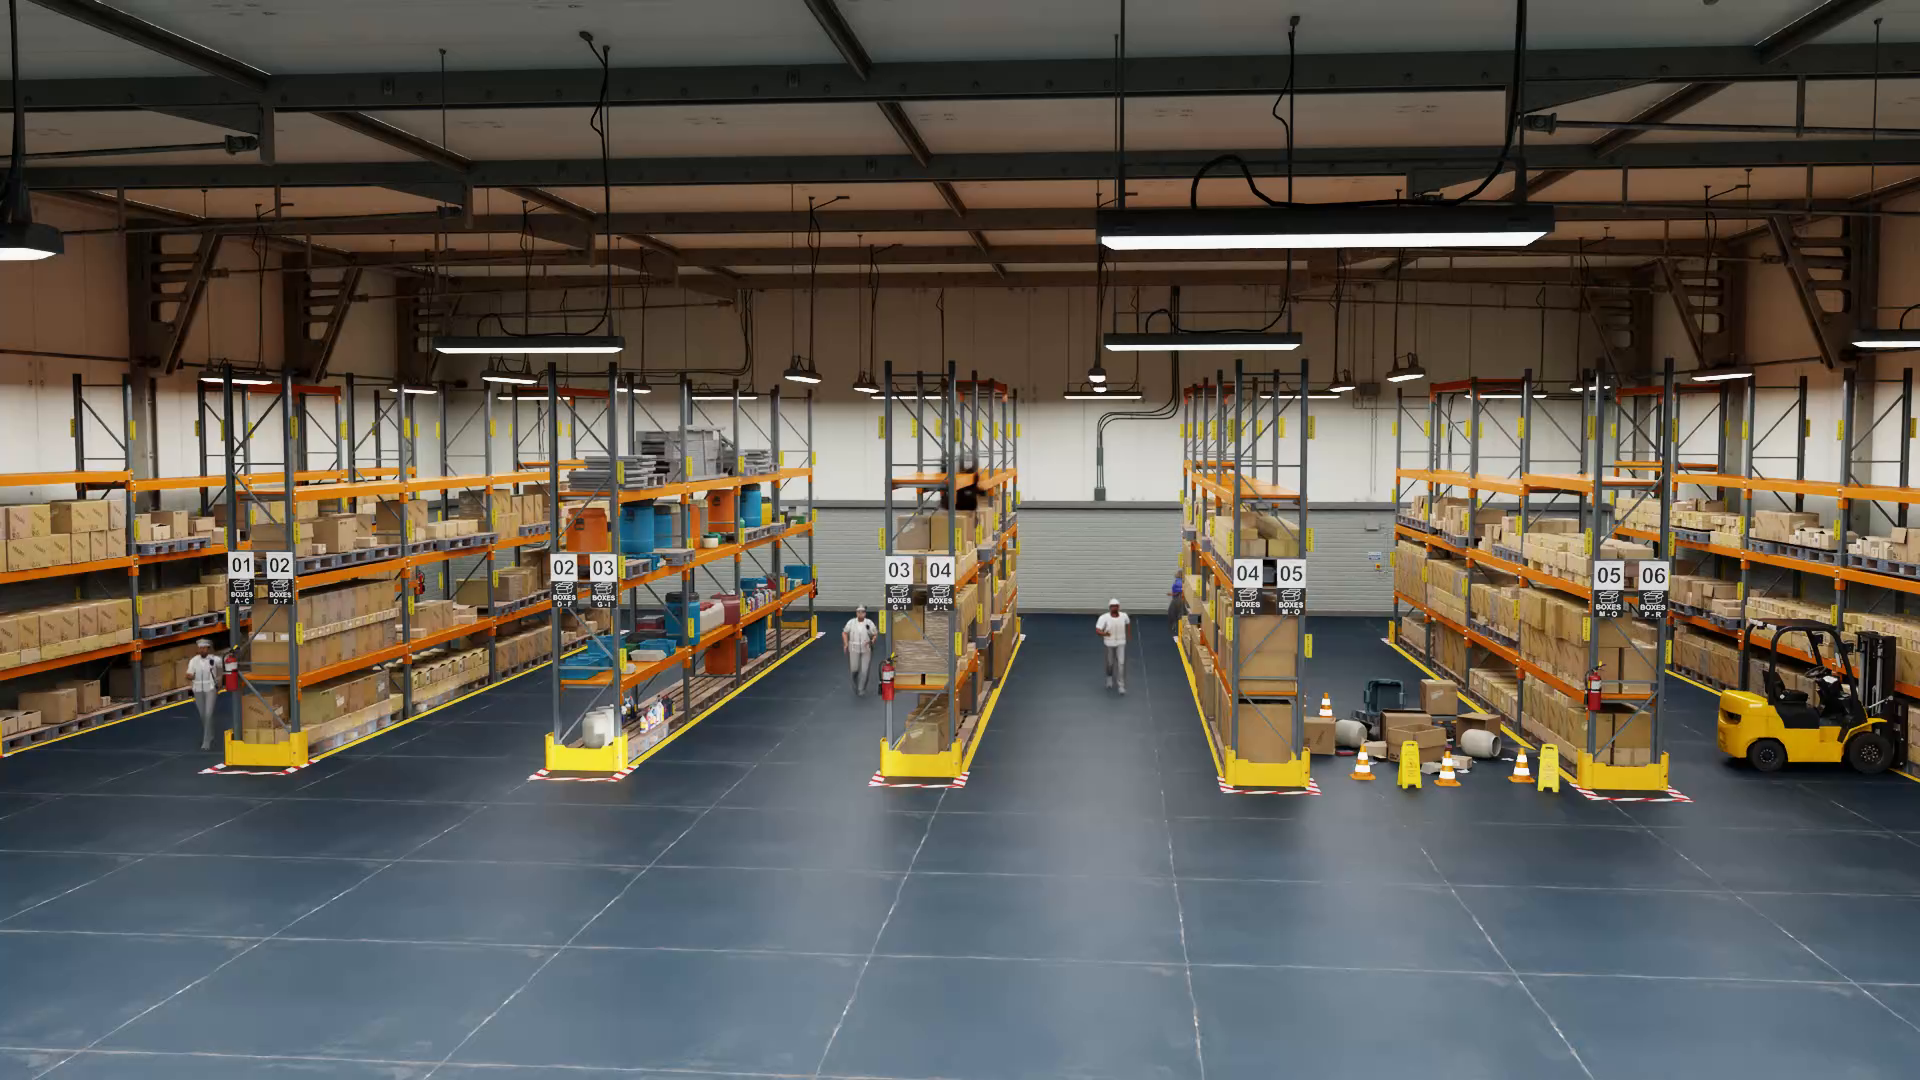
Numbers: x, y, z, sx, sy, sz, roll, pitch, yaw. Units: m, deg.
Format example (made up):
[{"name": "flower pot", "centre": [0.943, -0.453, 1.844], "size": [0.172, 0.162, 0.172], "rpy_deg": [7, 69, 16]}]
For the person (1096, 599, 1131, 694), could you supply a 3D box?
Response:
[{"name": "person", "centre": [2.932, 1.997, 31.750], "size": [0.682, 1.758, 0.991], "rpy_deg": [0, 4, -3]}]

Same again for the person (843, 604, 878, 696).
[{"name": "person", "centre": [-1.876, 2.075, 31.252], "size": [0.656, 1.738, 0.590], "rpy_deg": [0, 4, -4]}]

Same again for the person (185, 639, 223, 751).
[{"name": "person", "centre": [-11.933, 2.408, 26.304], "size": [0.574, 1.721, 0.883], "rpy_deg": [-1, 4, -8]}]

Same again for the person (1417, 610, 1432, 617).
[{"name": "person", "centre": [11.370, 1.484, 40.409], "size": [0.773, 1.769, 0.675], "rpy_deg": [3, 5, 42]}]

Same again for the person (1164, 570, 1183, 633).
[{"name": "person", "centre": [5.283, 1.526, 40.873], "size": [0.660, 1.640, 0.719], "rpy_deg": [1, 4, 18]}]
